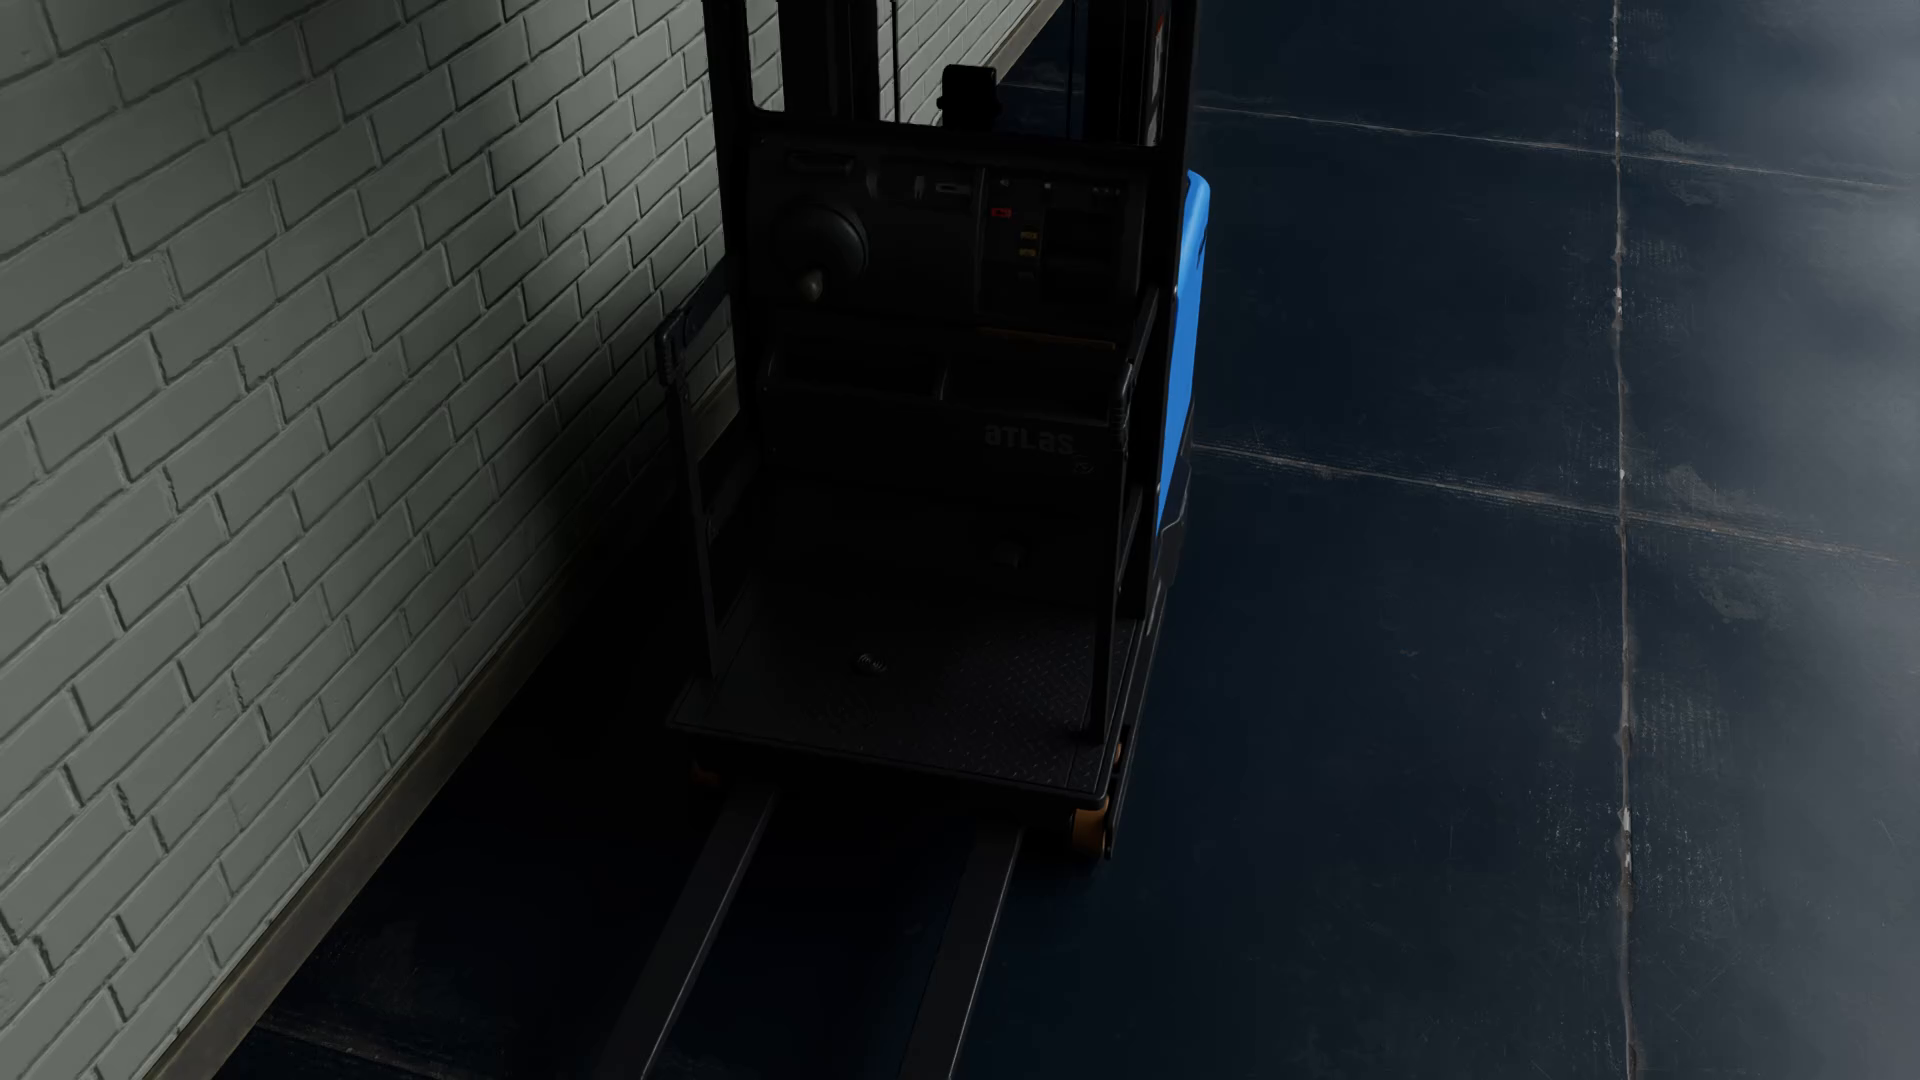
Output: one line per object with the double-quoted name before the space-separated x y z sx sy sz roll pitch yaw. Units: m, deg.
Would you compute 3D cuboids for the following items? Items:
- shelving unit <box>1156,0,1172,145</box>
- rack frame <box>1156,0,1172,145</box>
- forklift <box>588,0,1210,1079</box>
"shelving unit" 0.137 -1.130 5.520 1.048 1.500 0.538 7 37 9
"rack frame" 0.636 -1.072 5.441 0.032 1.500 0.500 7 37 9
"forklift" -0.087 -0.640 3.646 1.130 2.935 3.031 8 37 11
